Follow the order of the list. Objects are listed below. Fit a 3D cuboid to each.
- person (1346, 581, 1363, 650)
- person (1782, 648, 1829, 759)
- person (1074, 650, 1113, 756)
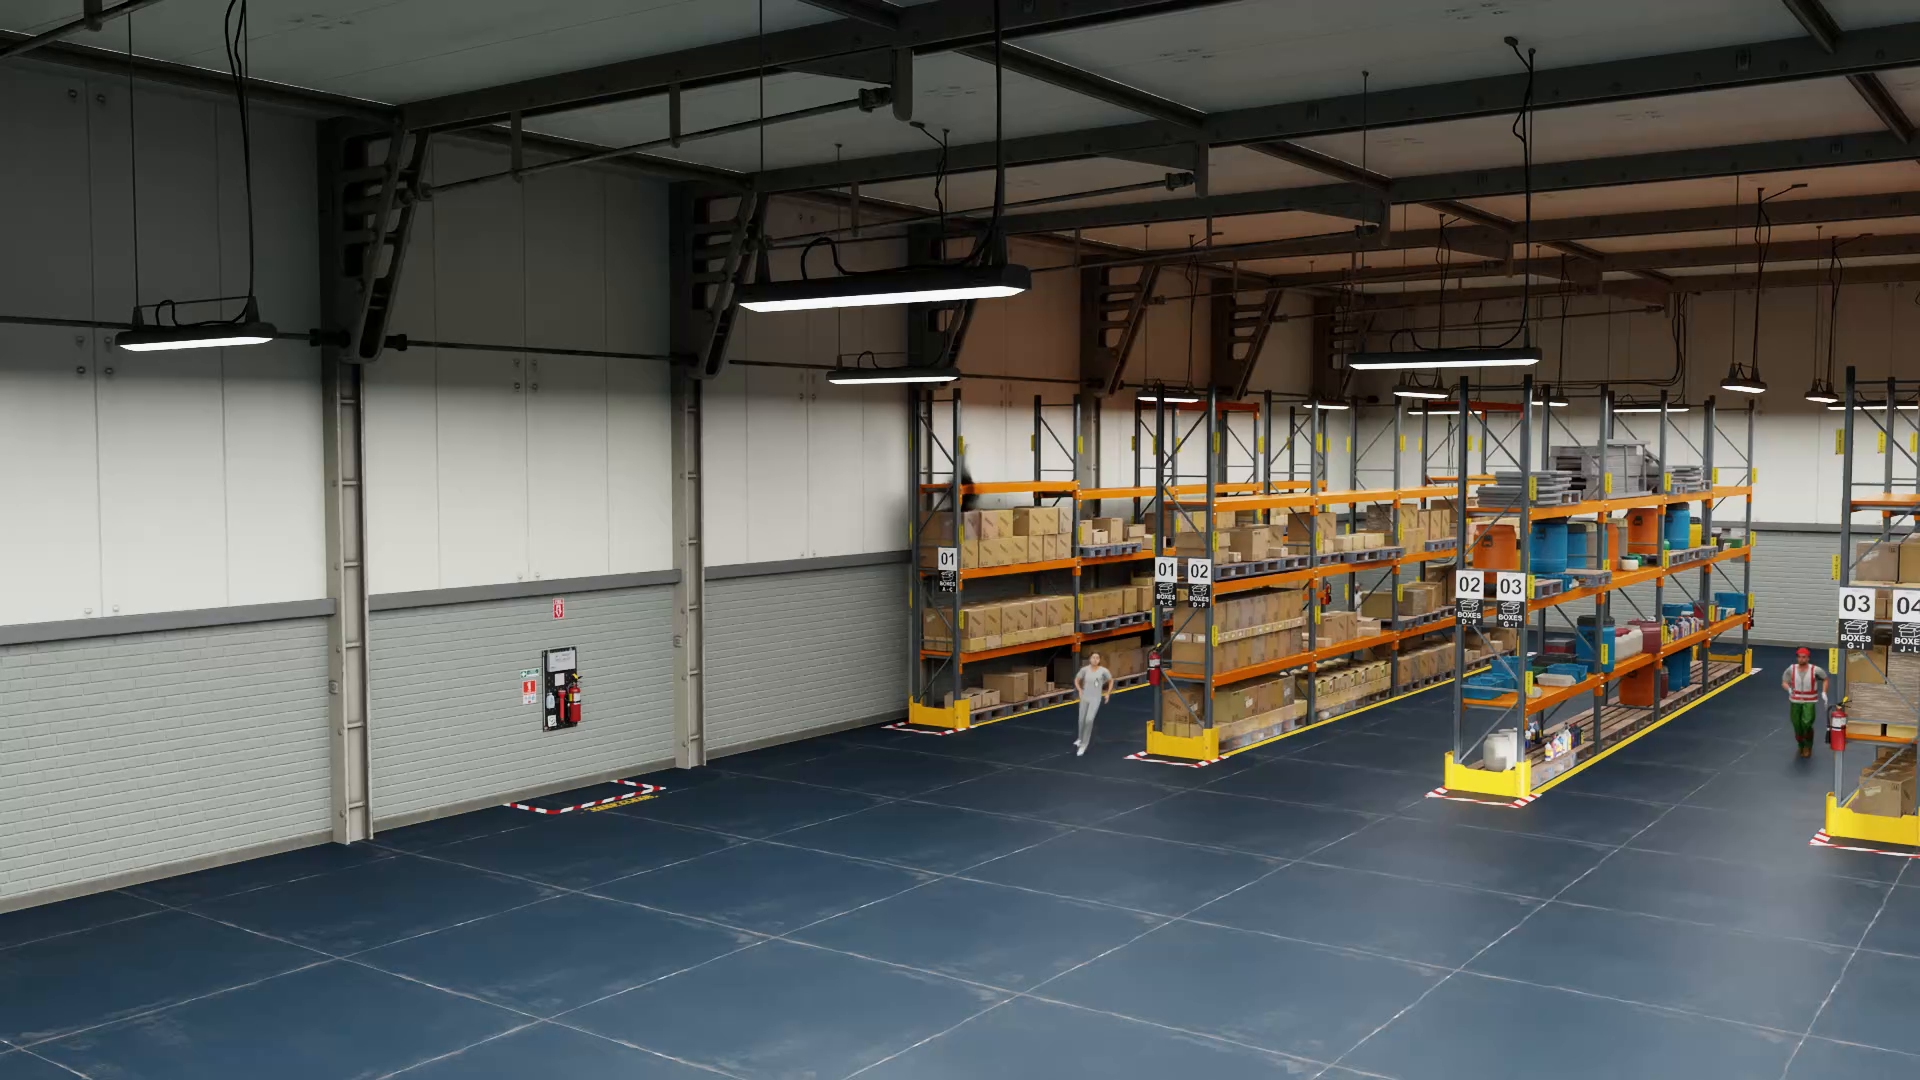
[{"bbox_3d":[9.764,1.841,40.799,0.574,1.689,0.656,2,4,29],"label":"person"},{"bbox_3d":[13.452,2.598,26.507,0.654,1.766,0.769,2,4,36],"label":"person"},{"bbox_3d":[2.140,2.636,27.085,0.655,1.689,0.775,1,3,18],"label":"person"}]
